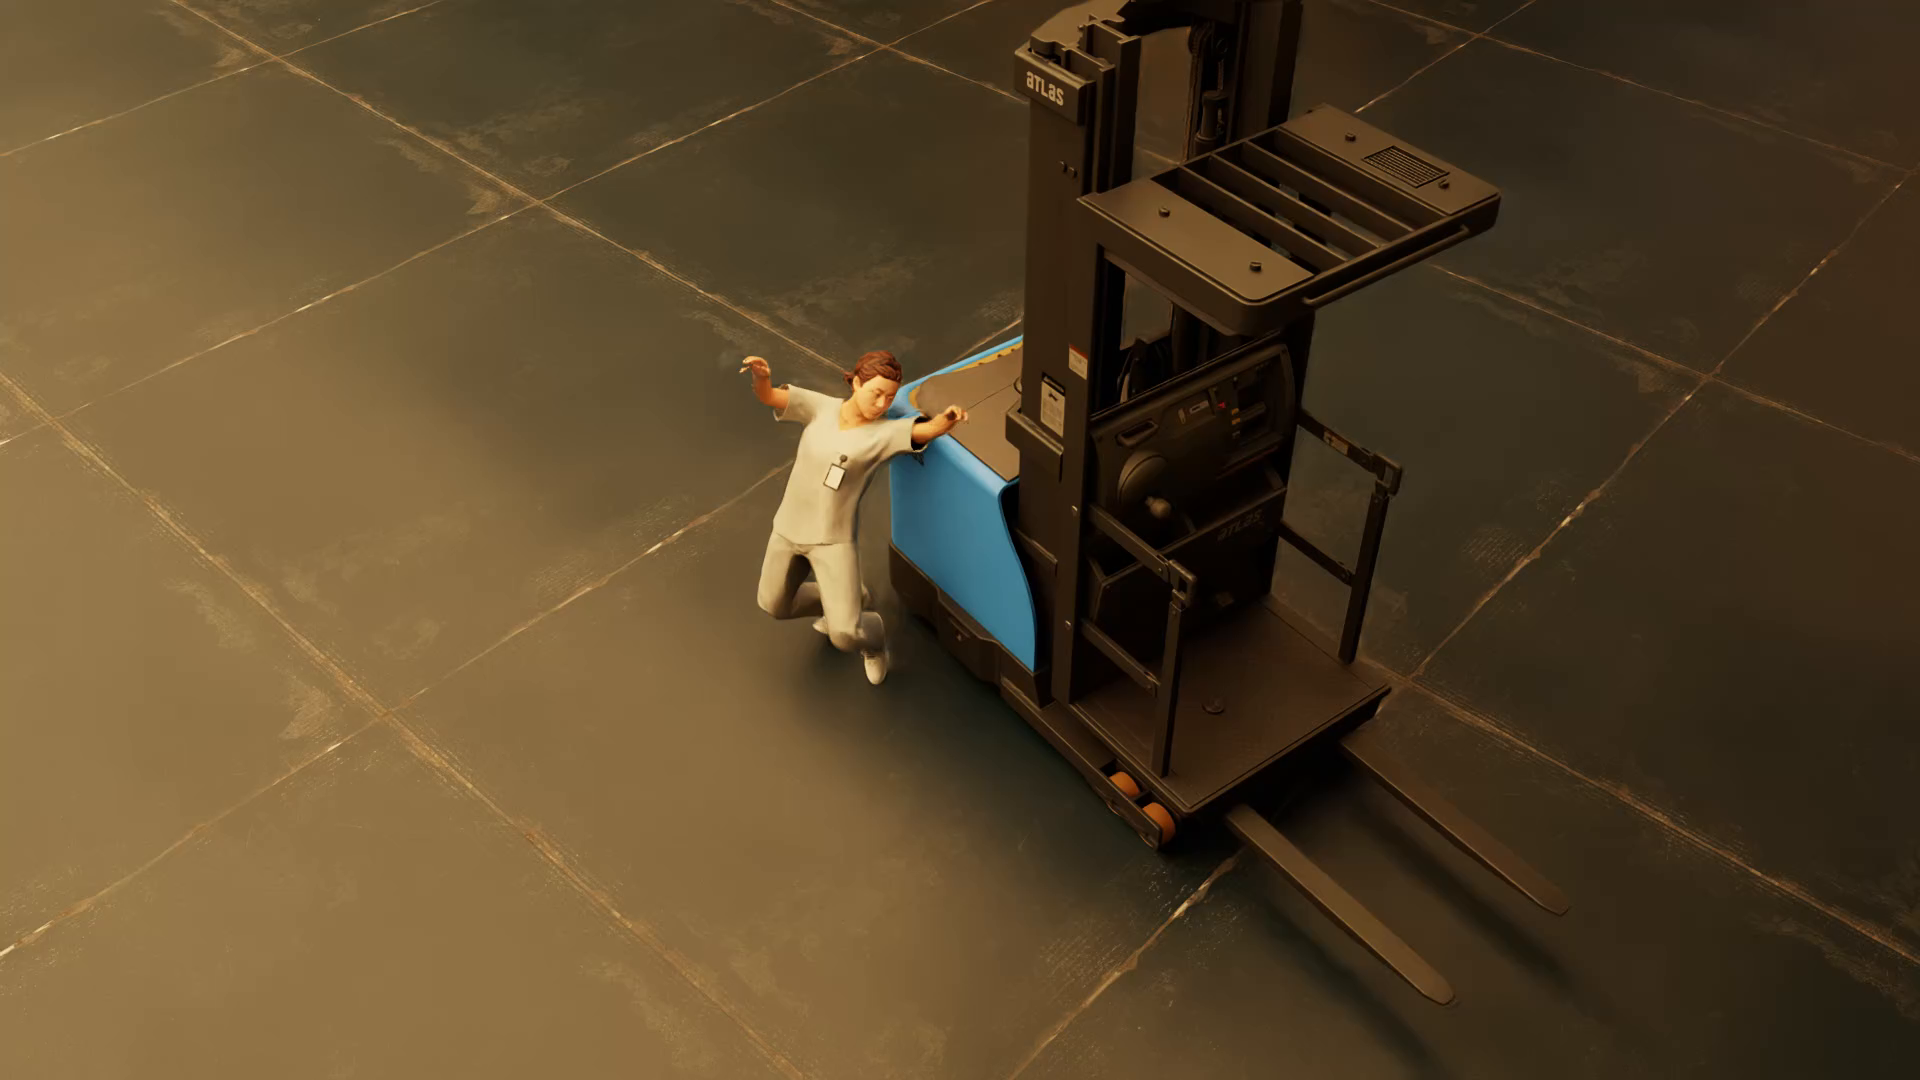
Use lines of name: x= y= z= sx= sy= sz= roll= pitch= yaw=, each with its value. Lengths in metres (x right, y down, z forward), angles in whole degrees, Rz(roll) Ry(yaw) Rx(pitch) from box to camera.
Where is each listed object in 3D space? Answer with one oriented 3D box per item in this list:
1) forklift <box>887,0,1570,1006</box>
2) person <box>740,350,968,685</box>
forklift: x=0.972 y=-0.314 z=5.794 sx=1.130 sy=2.935 sz=3.031 roll=-26 pitch=47 yaw=-27
person: x=-0.387 y=-0.073 z=6.573 sx=0.914 sy=1.562 sz=0.763 roll=22 pitch=45 yaw=24
